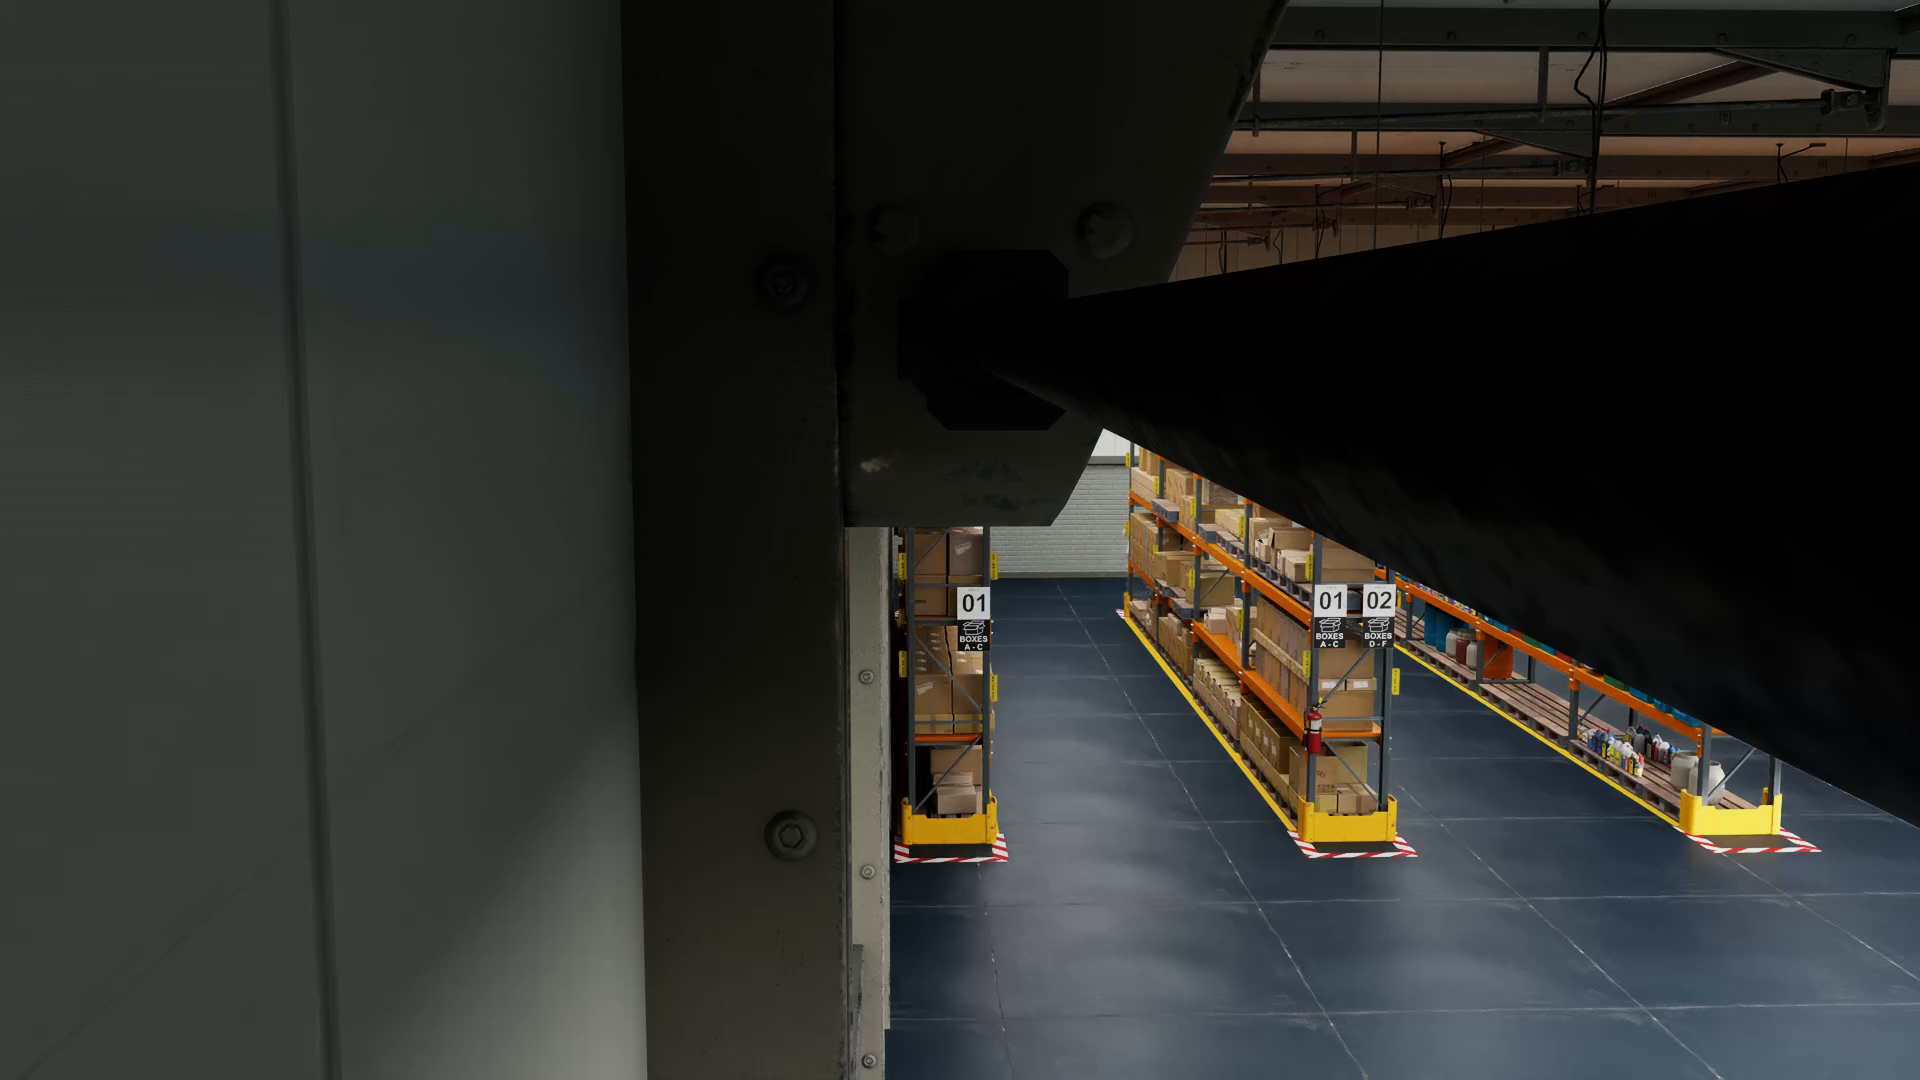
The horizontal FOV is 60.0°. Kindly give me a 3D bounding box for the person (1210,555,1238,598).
[{"bbox_3d":[5.780,0.744,36.710,0.982,1.738,0.709,6,10,40],"label":"person"}]
